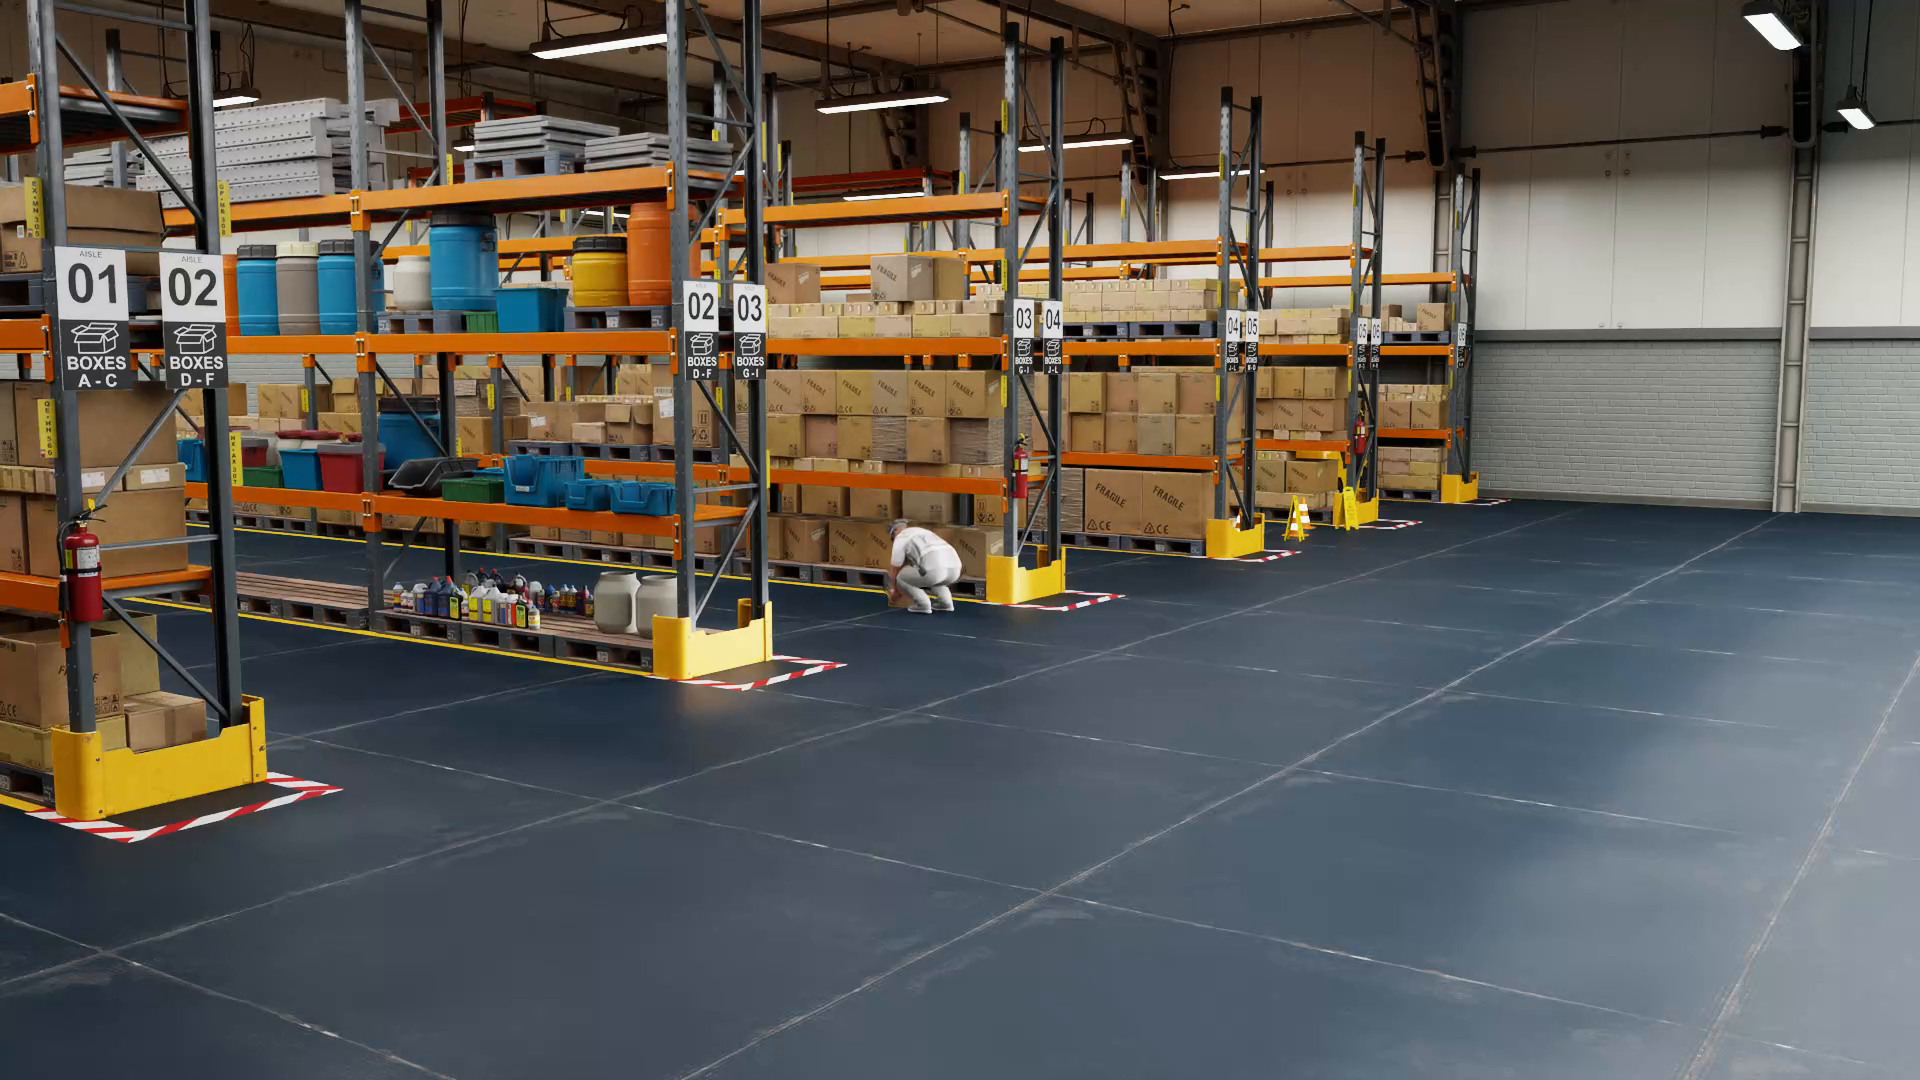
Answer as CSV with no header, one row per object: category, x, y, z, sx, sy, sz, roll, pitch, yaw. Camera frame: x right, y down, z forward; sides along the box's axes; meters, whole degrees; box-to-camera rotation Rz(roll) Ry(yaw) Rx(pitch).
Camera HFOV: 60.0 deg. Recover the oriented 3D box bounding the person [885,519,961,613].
person,-0.399,0.265,17.119,0.559,0.931,0.954,-4,8,-35
